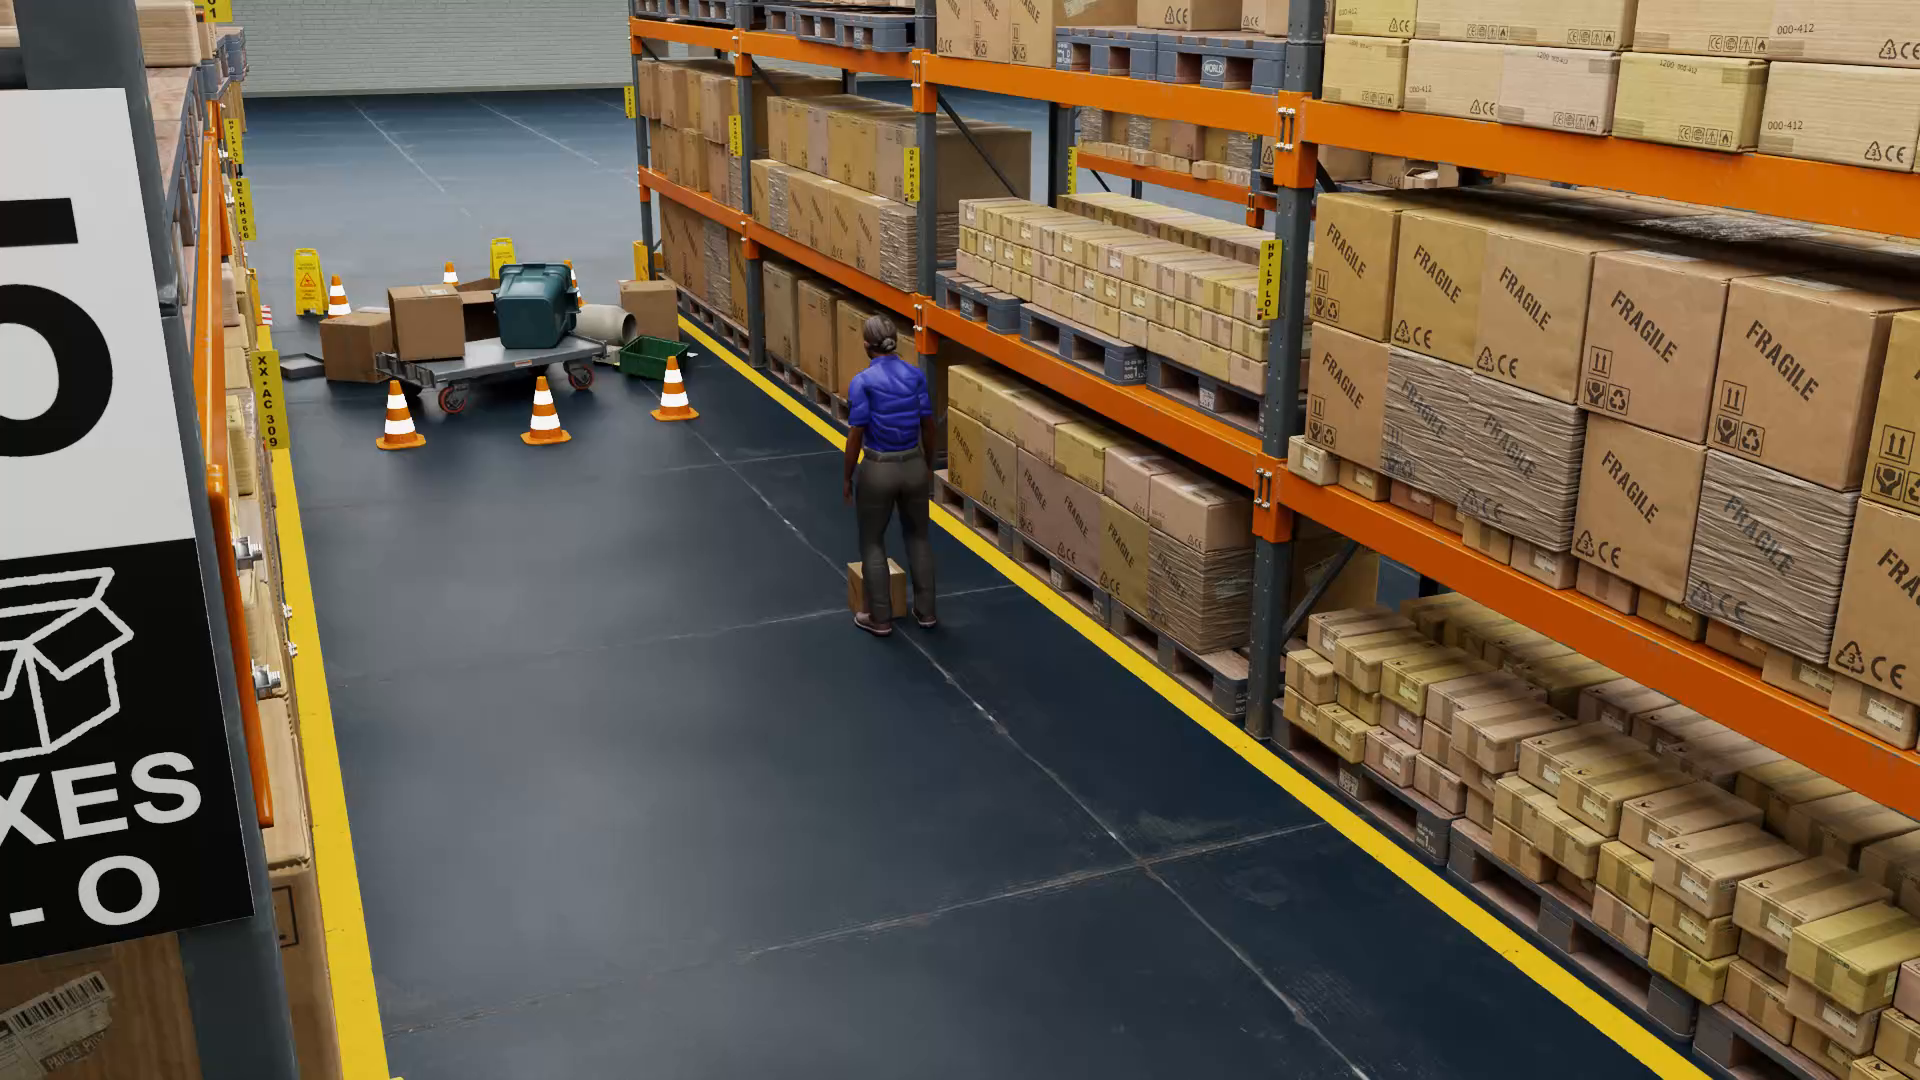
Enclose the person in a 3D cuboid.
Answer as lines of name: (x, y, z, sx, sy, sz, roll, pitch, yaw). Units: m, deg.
person: (-0.349, -0.328, 8.526, 0.527, 1.655, 0.348, -9, 21, -24)
